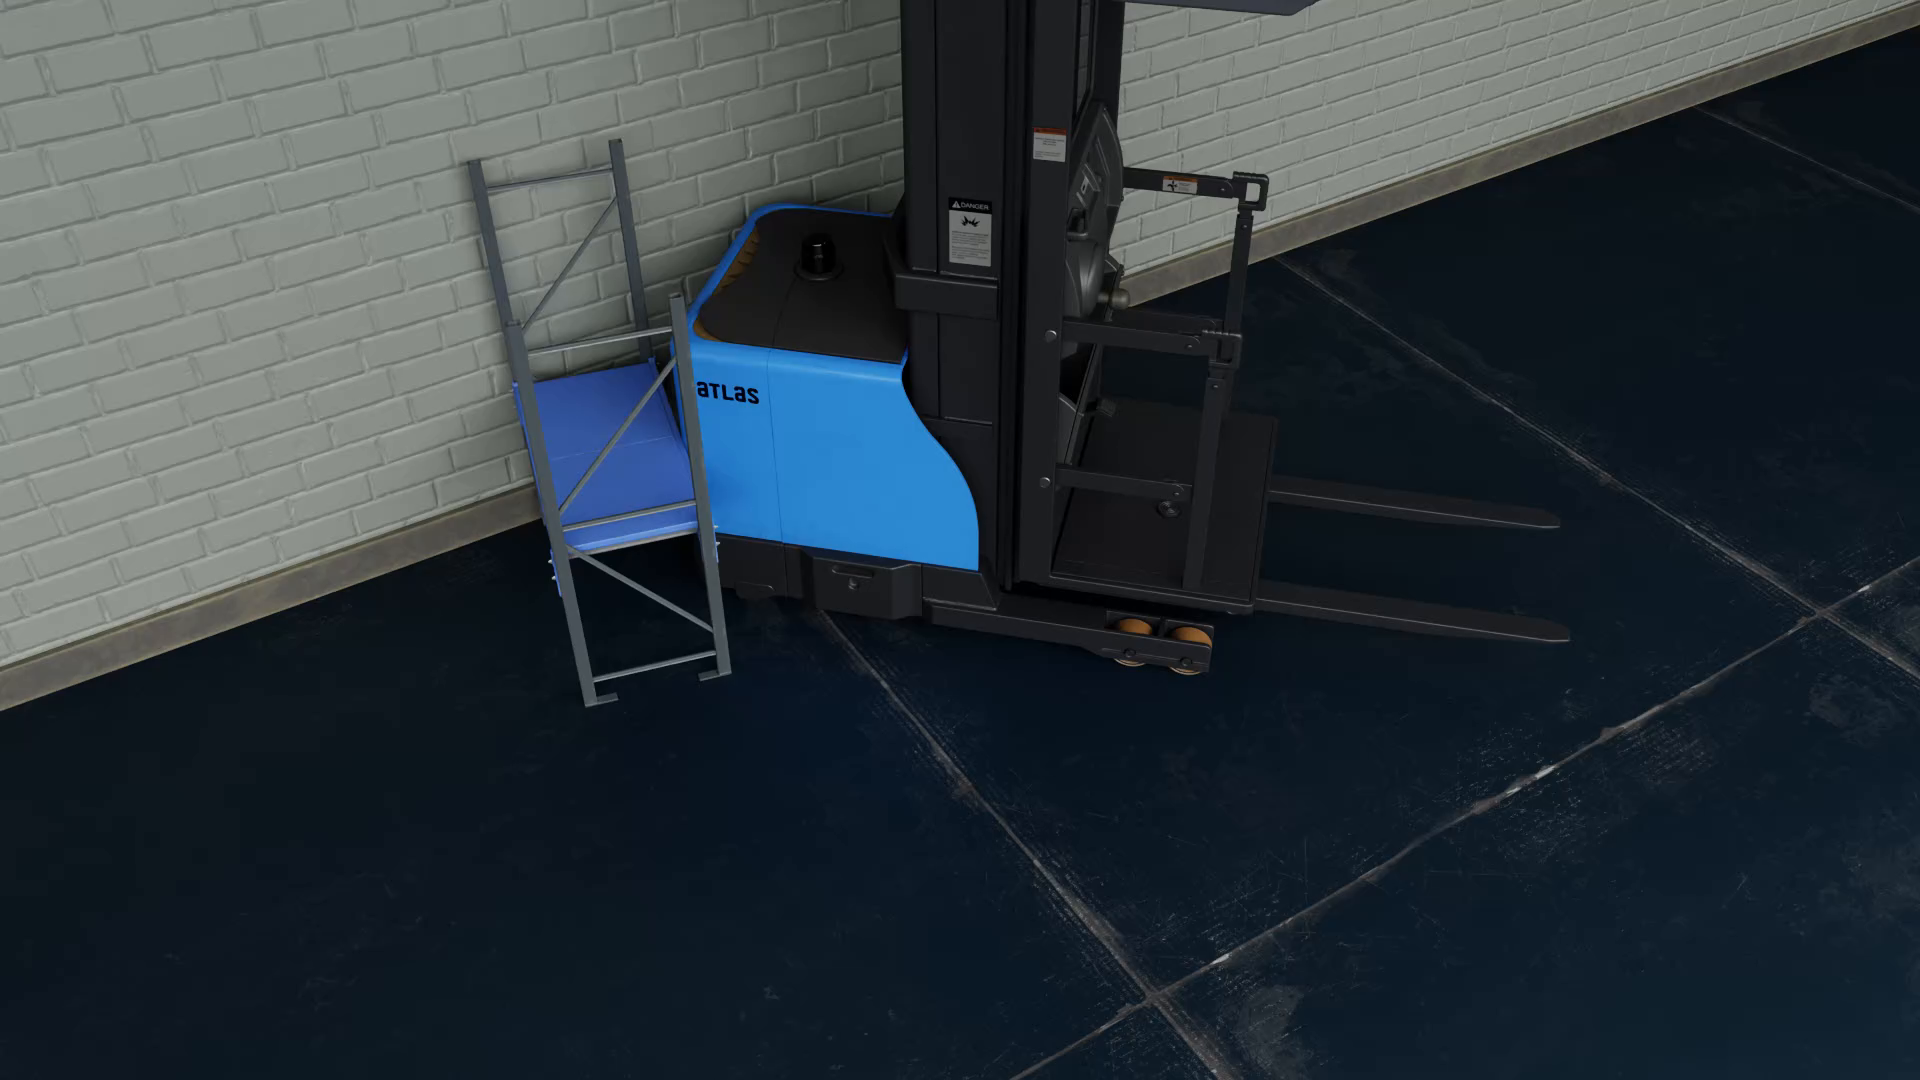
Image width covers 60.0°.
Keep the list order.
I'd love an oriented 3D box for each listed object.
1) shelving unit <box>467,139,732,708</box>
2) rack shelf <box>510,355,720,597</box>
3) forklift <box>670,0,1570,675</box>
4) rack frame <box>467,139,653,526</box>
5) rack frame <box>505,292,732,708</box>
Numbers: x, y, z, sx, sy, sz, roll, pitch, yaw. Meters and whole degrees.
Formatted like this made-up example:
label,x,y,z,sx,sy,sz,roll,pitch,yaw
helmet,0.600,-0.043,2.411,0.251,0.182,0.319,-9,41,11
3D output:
label,x,y,z,sx,sy,sz,roll,pitch,yaw
shelving unit,-1.189,-0.383,5.537,0.538,1.500,1.048,-12,41,-14
rack shelf,-1.188,-0.245,5.652,0.538,0.185,1.000,-12,41,-14
forklift,0.613,-1.039,5.207,3.031,2.935,1.130,8,40,10
rack frame,-1.351,-0.691,5.907,0.500,1.500,0.032,-12,41,-14
rack frame,-1.026,-0.074,5.166,0.500,1.500,0.032,-12,41,-14
